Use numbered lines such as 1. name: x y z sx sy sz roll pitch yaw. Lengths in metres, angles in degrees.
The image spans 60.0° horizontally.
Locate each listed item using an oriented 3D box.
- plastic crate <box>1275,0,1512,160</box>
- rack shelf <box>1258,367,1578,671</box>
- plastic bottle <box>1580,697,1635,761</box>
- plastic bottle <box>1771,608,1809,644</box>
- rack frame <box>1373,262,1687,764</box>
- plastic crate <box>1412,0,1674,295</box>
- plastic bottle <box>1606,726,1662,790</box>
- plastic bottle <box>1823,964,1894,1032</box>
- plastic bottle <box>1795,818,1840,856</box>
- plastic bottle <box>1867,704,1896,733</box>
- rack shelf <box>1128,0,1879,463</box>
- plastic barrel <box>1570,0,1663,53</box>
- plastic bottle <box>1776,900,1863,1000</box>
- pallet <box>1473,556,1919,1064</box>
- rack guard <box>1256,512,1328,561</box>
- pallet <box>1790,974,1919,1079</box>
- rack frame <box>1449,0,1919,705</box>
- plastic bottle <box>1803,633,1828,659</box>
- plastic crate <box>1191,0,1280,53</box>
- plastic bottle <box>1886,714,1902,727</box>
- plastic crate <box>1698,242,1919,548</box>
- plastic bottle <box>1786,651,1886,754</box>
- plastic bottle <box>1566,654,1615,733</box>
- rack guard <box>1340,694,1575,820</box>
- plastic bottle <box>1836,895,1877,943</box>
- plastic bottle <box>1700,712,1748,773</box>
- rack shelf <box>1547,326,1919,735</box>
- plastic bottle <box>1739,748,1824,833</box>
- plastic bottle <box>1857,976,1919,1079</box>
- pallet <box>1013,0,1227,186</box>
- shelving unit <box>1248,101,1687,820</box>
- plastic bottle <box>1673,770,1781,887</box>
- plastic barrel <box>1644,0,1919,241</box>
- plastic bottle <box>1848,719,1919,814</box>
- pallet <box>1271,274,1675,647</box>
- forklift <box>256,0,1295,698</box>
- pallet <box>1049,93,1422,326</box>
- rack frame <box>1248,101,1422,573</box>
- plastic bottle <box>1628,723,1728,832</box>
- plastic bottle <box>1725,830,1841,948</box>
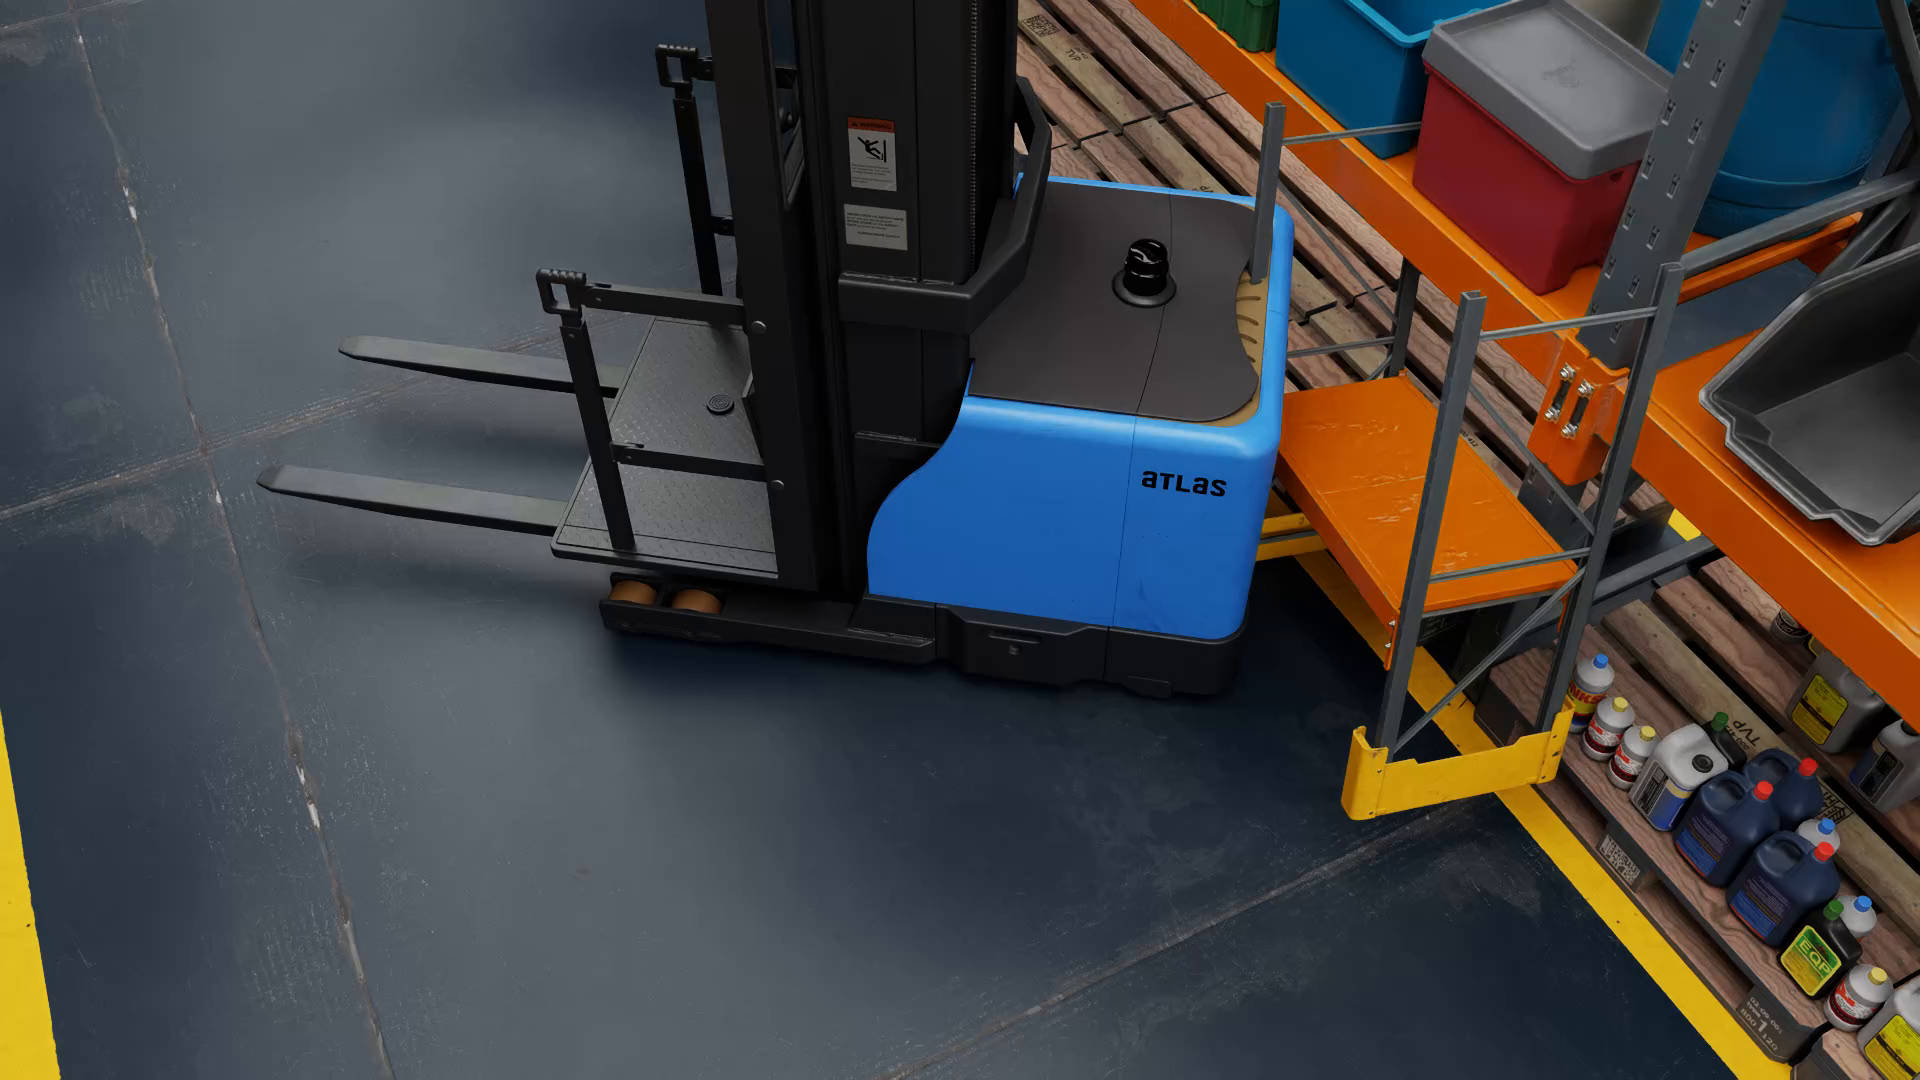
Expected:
1. plastic crate: 1.134 -1.346 4.445 0.392 0.384 0.575 -21 52 -18
2. rack shelf: 1.148 -0.090 4.373 0.538 0.185 1.000 -9 38 -11
3. plastic bottle: 1.718 0.489 4.397 0.097 0.201 0.097 0 49 0
4. plastic bottle: 2.358 0.192 4.656 0.097 0.201 0.097 0 49 0
5. rack frame: 1.273 0.064 3.871 0.500 1.500 0.032 -9 38 -11
6. plastic crate: 1.422 -0.960 4.054 0.402 0.464 0.583 -21 52 -18
7. plastic bottle: 1.764 0.557 4.337 0.097 0.201 0.097 0 49 0
8. plastic bottle: 2.111 1.063 3.894 0.097 0.201 0.097 0 49 0
9. plastic bottle: 2.089 0.772 4.102 0.097 0.271 0.097 0 49 0
10. plastic bottle: 2.466 0.339 4.428 0.144 0.351 0.185 -22 53 -18
11. rack shelf: 1.000 -1.822 5.328 1.077 0.370 4.000 -21 52 -18
12. plastic barrel: 1.672 -1.481 4.462 0.433 0.535 0.433 0 49 0
13. plastic bottle: 2.040 0.964 3.927 0.061 0.283 0.133 -19 52 -16
14. pallet: 2.185 0.662 4.531 1.003 0.211 1.213 -21 52 -18
15. rack guard: 1.026 -0.031 5.034 0.587 0.250 0.087 -9 38 -11
16. pallet: 2.748 1.479 3.816 1.003 0.211 1.213 -21 52 -18
17. rack frame: 1.915 -0.720 3.887 1.000 3.000 0.127 -21 52 -18
18. plastic bottle: 2.429 0.238 4.562 0.061 0.283 0.133 -19 51 -16
19. plastic crate: 0.867 -1.719 4.901 0.450 0.188 0.662 -21 52 -18
20. plastic bottle: 2.554 0.467 4.316 0.144 0.351 0.185 -24 53 -19
21. plastic crate: 2.042 -0.305 3.566 0.767 0.338 0.504 -21 52 -18
22. plastic bottle: 2.338 0.389 4.385 0.144 0.351 0.185 -21 52 -18
23. plastic bottle: 1.671 0.398 4.430 0.097 0.271 0.097 0 49 0
24. rack guard: 1.274 0.550 4.264 0.587 0.250 0.087 -9 38 -11
25. plastic bottle: 2.103 0.928 3.965 0.097 0.271 0.097 0 49 0
26. plastic bottle: 1.938 0.564 4.277 0.061 0.283 0.133 -21 52 -18
27. rack shelf: 2.830 0.855 2.987 1.077 0.370 4.000 -21 52 -18
28. plastic bottle: 2.044 0.641 4.164 0.144 0.351 0.185 -21 52 -18
29. plastic bottle: 2.196 1.101 3.762 0.144 0.351 0.185 -22 52 -18
30. pallet: 0.405 -1.947 6.813 1.003 0.211 1.213 -21 52 -18
31. shelving unit: 1.144 -0.238 4.272 0.587 1.500 1.083 -9 38 -11
32. plastic bottle: 1.916 0.690 4.121 0.144 0.351 0.185 -20 52 -17
33. plastic barrel: 2.008 -1.248 4.016 0.600 0.901 0.708 -21 52 -18
34. plastic bottle: 2.434 0.560 4.285 0.152 0.276 0.135 -21 52 -18
35. pallet: 1.521 -0.314 5.385 1.003 0.211 1.213 -21 52 -18
36. forklift: -0.616 -1.046 4.218 3.031 2.935 1.130 7 49 6
37. pallet: 0.959 -1.132 6.100 1.003 0.211 1.213 -21 52 -18
38. rack frame: 1.020 -0.529 4.658 0.500 1.500 0.032 -9 38 -11
39. plastic bottle: 1.843 0.603 4.247 0.152 0.276 0.135 -19 52 -16
40. plastic bottle: 2.002 0.817 4.010 0.144 0.351 0.185 -23 53 -19
